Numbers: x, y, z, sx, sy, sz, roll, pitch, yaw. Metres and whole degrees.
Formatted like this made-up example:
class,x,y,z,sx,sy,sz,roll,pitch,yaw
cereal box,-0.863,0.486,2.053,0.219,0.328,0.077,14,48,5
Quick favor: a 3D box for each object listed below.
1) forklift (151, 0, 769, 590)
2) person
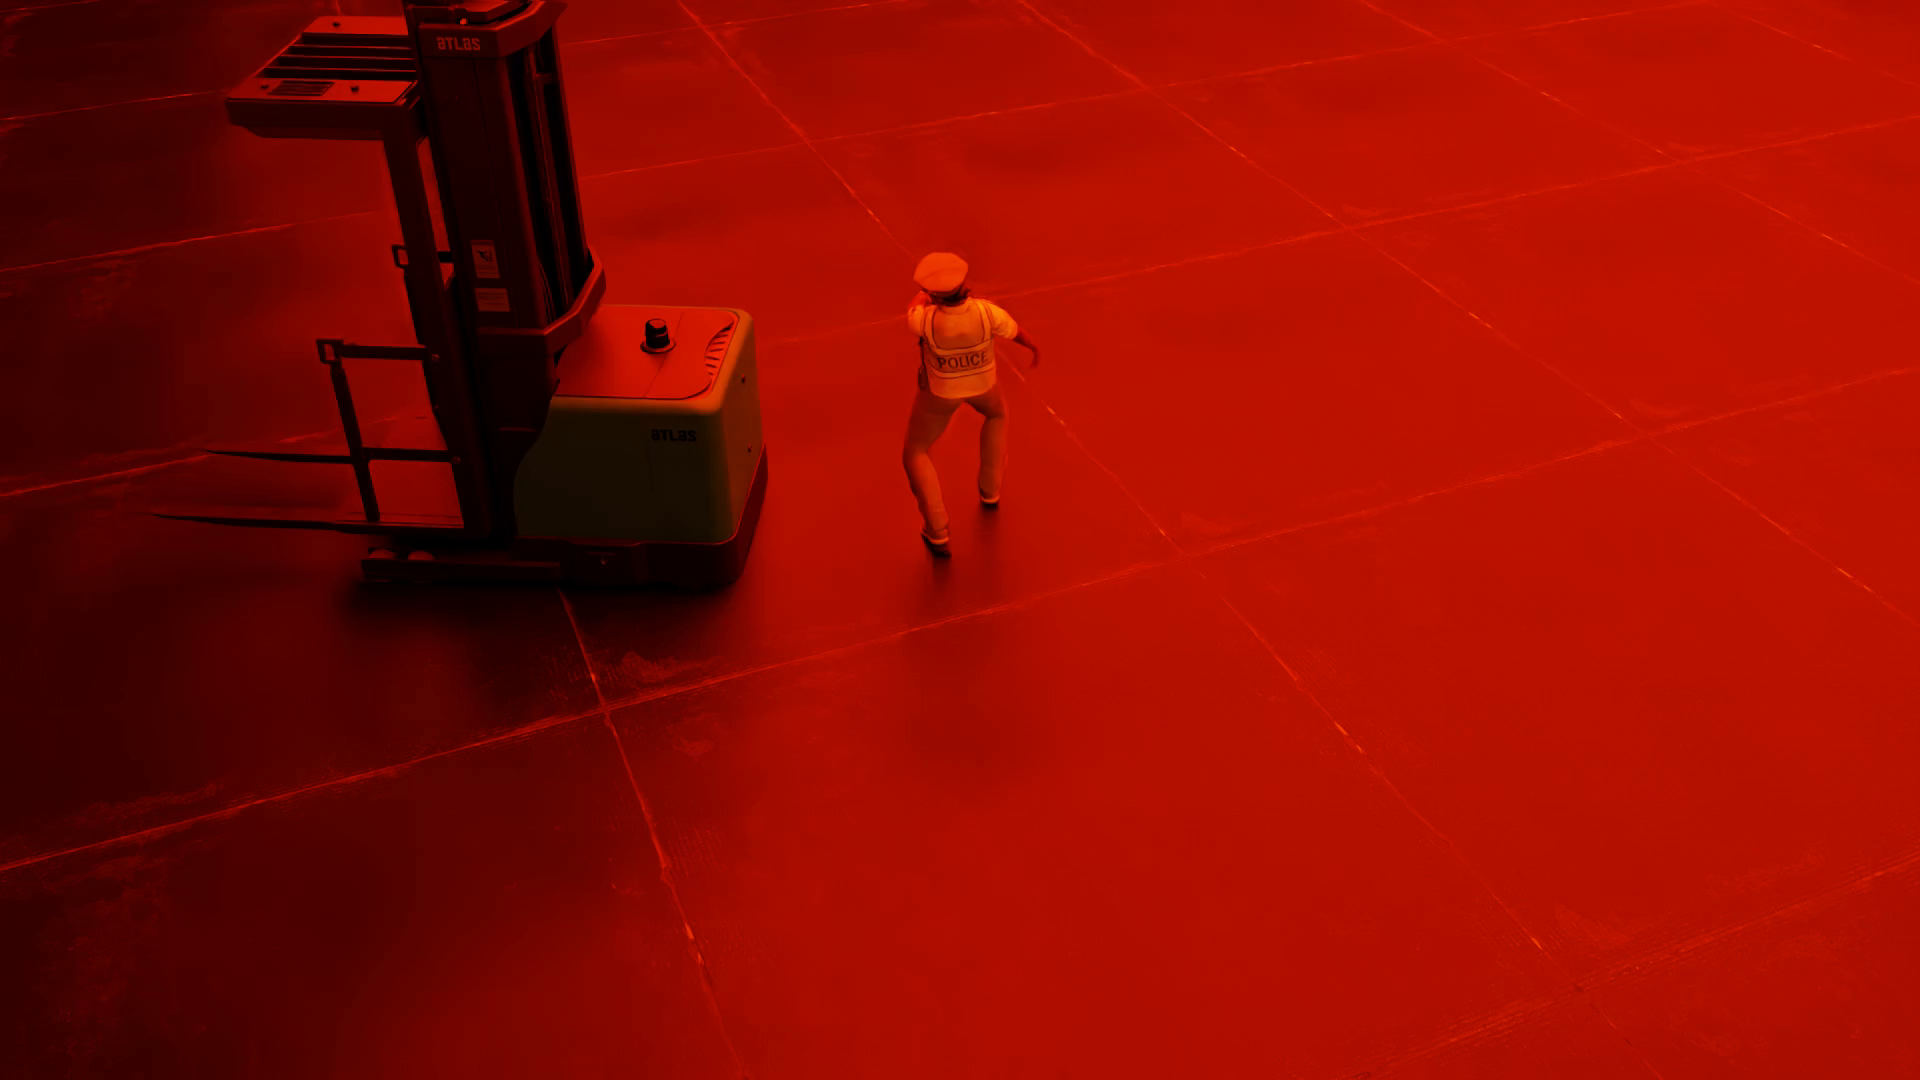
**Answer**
class,x,y,z,sx,sy,sz,roll,pitch,yaw
forklift,-2.573,-1.279,7.897,3.031,2.935,1.130,2,35,3
person,0.050,-0.844,8.478,0.789,1.524,0.830,-13,37,-18
